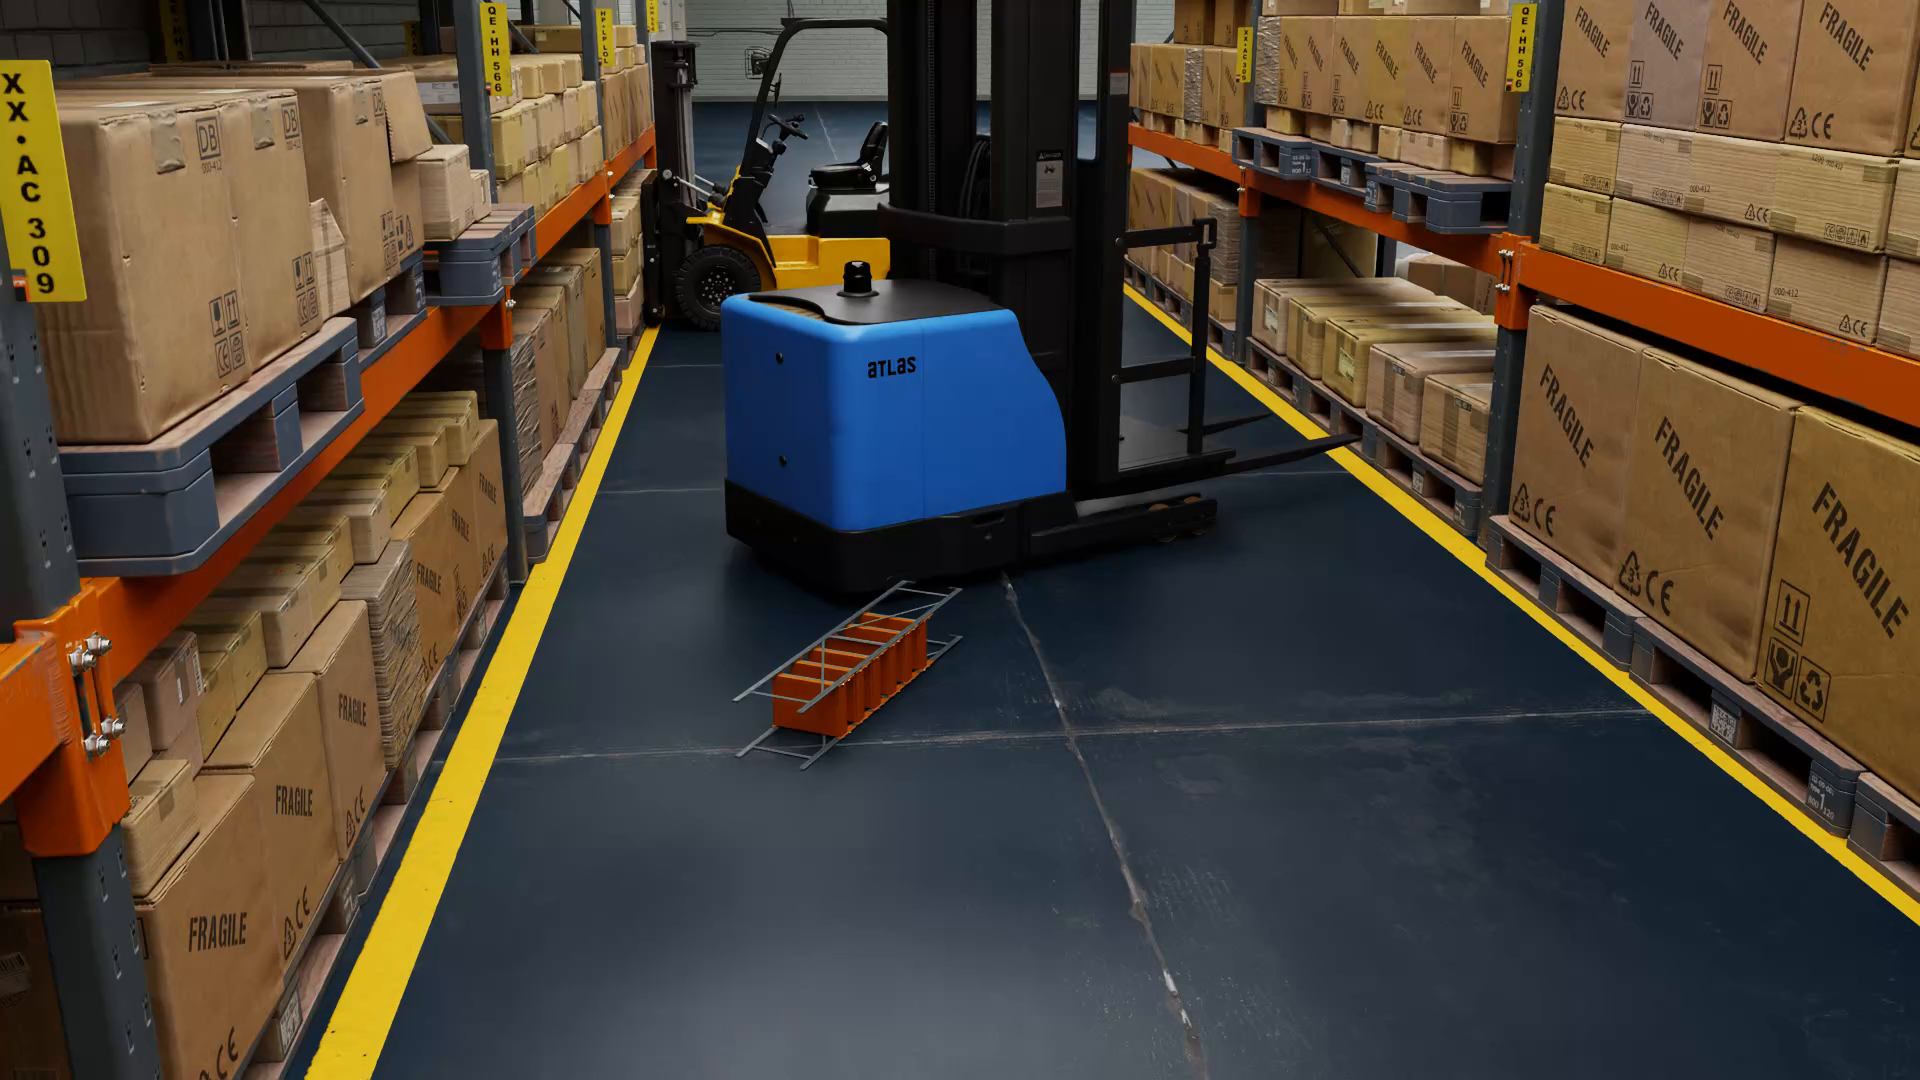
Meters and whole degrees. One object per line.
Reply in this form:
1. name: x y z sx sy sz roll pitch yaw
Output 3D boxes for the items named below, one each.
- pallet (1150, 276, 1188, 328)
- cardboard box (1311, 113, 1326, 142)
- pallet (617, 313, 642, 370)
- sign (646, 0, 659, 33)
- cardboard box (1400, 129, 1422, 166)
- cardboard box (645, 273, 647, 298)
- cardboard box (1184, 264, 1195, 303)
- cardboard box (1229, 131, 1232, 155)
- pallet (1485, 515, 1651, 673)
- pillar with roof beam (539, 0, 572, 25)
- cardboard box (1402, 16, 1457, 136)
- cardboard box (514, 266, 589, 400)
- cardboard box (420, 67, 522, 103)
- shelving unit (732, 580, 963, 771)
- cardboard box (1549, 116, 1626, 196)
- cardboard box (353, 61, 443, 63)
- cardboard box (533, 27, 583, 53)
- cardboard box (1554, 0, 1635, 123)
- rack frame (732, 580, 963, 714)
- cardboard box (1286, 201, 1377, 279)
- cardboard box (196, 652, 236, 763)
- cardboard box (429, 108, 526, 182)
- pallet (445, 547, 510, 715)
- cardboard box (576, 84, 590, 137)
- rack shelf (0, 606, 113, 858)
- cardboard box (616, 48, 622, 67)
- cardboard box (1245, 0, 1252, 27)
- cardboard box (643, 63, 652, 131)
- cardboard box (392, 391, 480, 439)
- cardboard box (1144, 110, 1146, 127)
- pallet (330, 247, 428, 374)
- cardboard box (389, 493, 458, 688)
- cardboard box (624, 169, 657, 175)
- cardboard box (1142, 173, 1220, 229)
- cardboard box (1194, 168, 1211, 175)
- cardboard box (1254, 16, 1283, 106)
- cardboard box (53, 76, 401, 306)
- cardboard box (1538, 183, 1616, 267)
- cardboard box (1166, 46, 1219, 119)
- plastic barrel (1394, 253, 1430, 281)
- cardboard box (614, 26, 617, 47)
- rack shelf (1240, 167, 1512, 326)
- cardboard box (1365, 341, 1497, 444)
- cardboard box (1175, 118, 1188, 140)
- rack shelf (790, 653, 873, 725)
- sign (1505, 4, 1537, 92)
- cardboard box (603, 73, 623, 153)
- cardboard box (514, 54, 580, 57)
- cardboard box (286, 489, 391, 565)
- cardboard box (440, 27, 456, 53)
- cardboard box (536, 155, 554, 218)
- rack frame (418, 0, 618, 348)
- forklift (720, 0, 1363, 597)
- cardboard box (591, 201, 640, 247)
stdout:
1. pallet: 2.062 -1.829 12.649 1.003 0.211 1.213 -2 18 -6
2. cardboard box: 2.145 -2.267 9.109 0.380 0.149 0.250 -2 17 -5
3. pallet: -2.682 -1.349 11.122 1.003 0.211 1.213 -2 18 -6
4. sign: -2.513 -4.311 13.573 0.100 0.325 0.005 -2 18 -6
5. cardboard box: 2.252 -1.801 7.626 0.380 0.149 0.250 -3 18 -8
6. cardboard box: -2.531 -1.939 12.236 0.500 0.250 0.500 -1 17 -4
7. cardboard box: 1.902 -1.810 11.825 0.500 0.250 0.500 -2 18 -7
8. cardboard box: 1.959 -2.562 10.750 0.380 0.149 0.250 -2 18 -6
9. pallet: 2.714 0.164 6.304 1.003 0.211 1.213 -2 18 -6
10. pillar with roof beam: -0.216 -8.181 18.211 9.100 9.000 0.400 -2 18 -6
11. cardboard box: 2.320 -2.075 7.413 0.500 0.500 0.500 -2 18 -7
12. cardboard box: -2.504 -1.122 9.007 0.875 0.625 0.625 -2 18 -6
13. cardboard box: -2.090 -1.944 7.110 0.380 0.149 0.250 -2 17 -5
14. shelving unit: -0.338 0.419 5.517 0.258 0.189 1.200 7 19 22
15. cardboard box: 2.514 -1.412 6.084 0.500 0.250 0.500 -2 18 -6
16. cardboard box: -2.708 -2.231 8.027 0.380 0.149 0.250 -2 18 -5
17. cardboard box: -2.380 -3.045 10.120 0.380 0.149 0.250 -1 17 -5
18. cardboard box: 2.515 -1.774 5.985 0.500 0.500 0.500 -2 18 -7
19. rack frame: -0.338 0.331 5.489 0.240 0.006 1.200 7 19 22
20. cardboard box: 2.503 -2.026 11.261 0.500 0.500 0.500 -1 17 -3
21. cardboard box: -1.732 0.354 3.432 0.380 0.149 0.250 -3 18 -9
22. cardboard box: -2.007 -1.557 6.545 0.500 0.250 0.500 -2 18 -6
23. pallet: -2.190 0.304 5.855 1.003 0.211 1.213 -2 18 -6
24. cardboard box: -2.277 -2.317 8.965 0.500 0.250 0.500 -2 18 -7
25. rack shelf: -1.610 0.881 0.563 1.077 0.370 4.000 -2 18 -6
26. cardboard box: -2.516 -3.284 11.379 0.380 0.149 0.250 -2 18 -7
27. cardboard box: 2.410 -3.704 11.633 0.700 0.500 0.500 -2 18 -7
28. cardboard box: -2.742 -3.542 13.285 0.500 0.500 0.500 -2 18 -7
29. cardboard box: -1.926 -0.427 5.920 0.380 0.149 0.250 -3 18 -8
30. cardboard box: 1.698 -3.404 13.430 0.380 0.149 0.250 -2 18 -7
31. pallet: -2.024 -0.579 4.333 1.003 0.211 1.213 -2 18 -6
32. cardboard box: -1.874 0.167 5.108 0.500 0.500 0.500 -1 17 -3
33. cardboard box: -2.697 -2.871 13.534 0.500 0.250 0.500 -1 17 -4
34. cardboard box: 1.752 -2.622 13.159 0.500 0.500 0.500 -2 18 -8
35. cardboard box: 2.224 -2.803 13.735 0.500 0.500 0.500 -2 18 -5
36. cardboard box: 2.058 -2.837 9.842 0.500 0.500 0.500 -1 17 -4
37. cardboard box: -1.778 -0.845 3.993 0.700 0.500 0.500 -2 18 -6
38. cardboard box: 2.508 -1.179 6.175 0.500 0.250 0.500 -2 18 -7
39. cardboard box: 1.826 -3.370 12.241 0.500 0.500 0.500 -2 18 -7
40. plastic barrel: 3.601 -1.990 12.808 0.512 0.421 0.421 11 21 32
41. cardboard box: -2.644 -3.575 11.810 0.380 0.149 0.250 -2 17 -5
42. rack shelf: 2.501 -1.657 8.647 1.077 0.370 4.000 -2 18 -6
43. cardboard box: 2.575 -0.739 8.209 0.950 0.372 0.625 -2 18 -7
44. cardboard box: 1.791 -3.018 12.200 0.380 0.149 0.250 -2 18 -5
45. rack shelf: -0.416 0.473 5.346 0.258 0.180 0.103 7 19 22
46. sign: 2.169 -1.899 6.418 0.100 0.325 0.005 -2 18 -6
47. cardboard box: -2.498 -2.784 10.870 0.500 0.500 0.500 -1 17 -5
48. cardboard box: -2.386 -2.704 9.531 0.380 0.149 0.250 -1 17 -4
49. cardboard box: -1.818 -0.032 4.659 0.380 0.149 0.250 -3 18 -8
50. cardboard box: -2.975 -3.026 10.062 0.380 0.149 0.250 -2 18 -6
51. cardboard box: -2.139 -1.621 7.583 0.500 0.250 0.500 -2 18 -7
52. rack frame: -2.642 -2.441 9.945 1.000 3.000 0.127 -2 18 -6
53. forklift: 0.512 -1.505 7.078 3.031 2.935 1.130 -12 21 -33
54. cardboard box: -2.422 -2.113 11.121 0.500 0.250 0.500 -2 18 -6
